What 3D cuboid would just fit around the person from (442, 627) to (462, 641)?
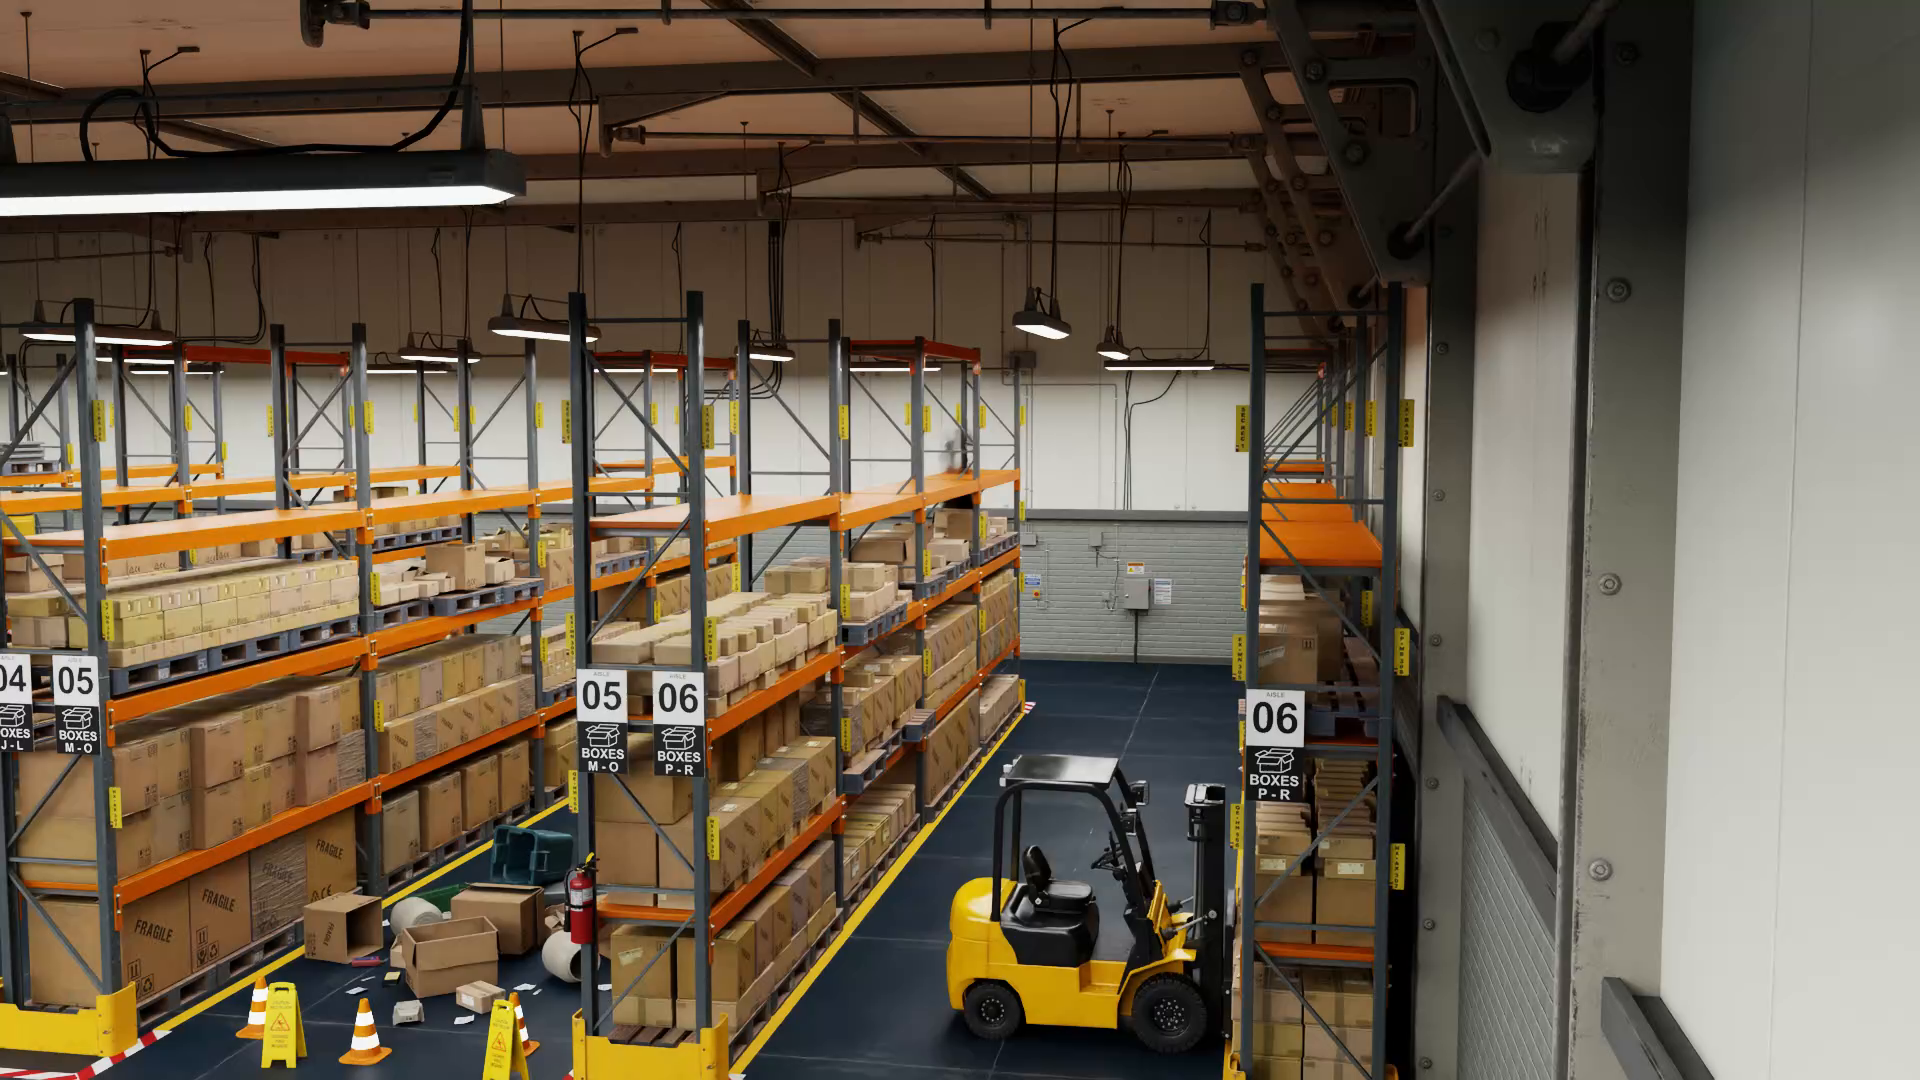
[{"bbox_3d":[-8.047,2.139,26.606,0.663,1.777,0.802,1,5,11],"label":"person"}]
